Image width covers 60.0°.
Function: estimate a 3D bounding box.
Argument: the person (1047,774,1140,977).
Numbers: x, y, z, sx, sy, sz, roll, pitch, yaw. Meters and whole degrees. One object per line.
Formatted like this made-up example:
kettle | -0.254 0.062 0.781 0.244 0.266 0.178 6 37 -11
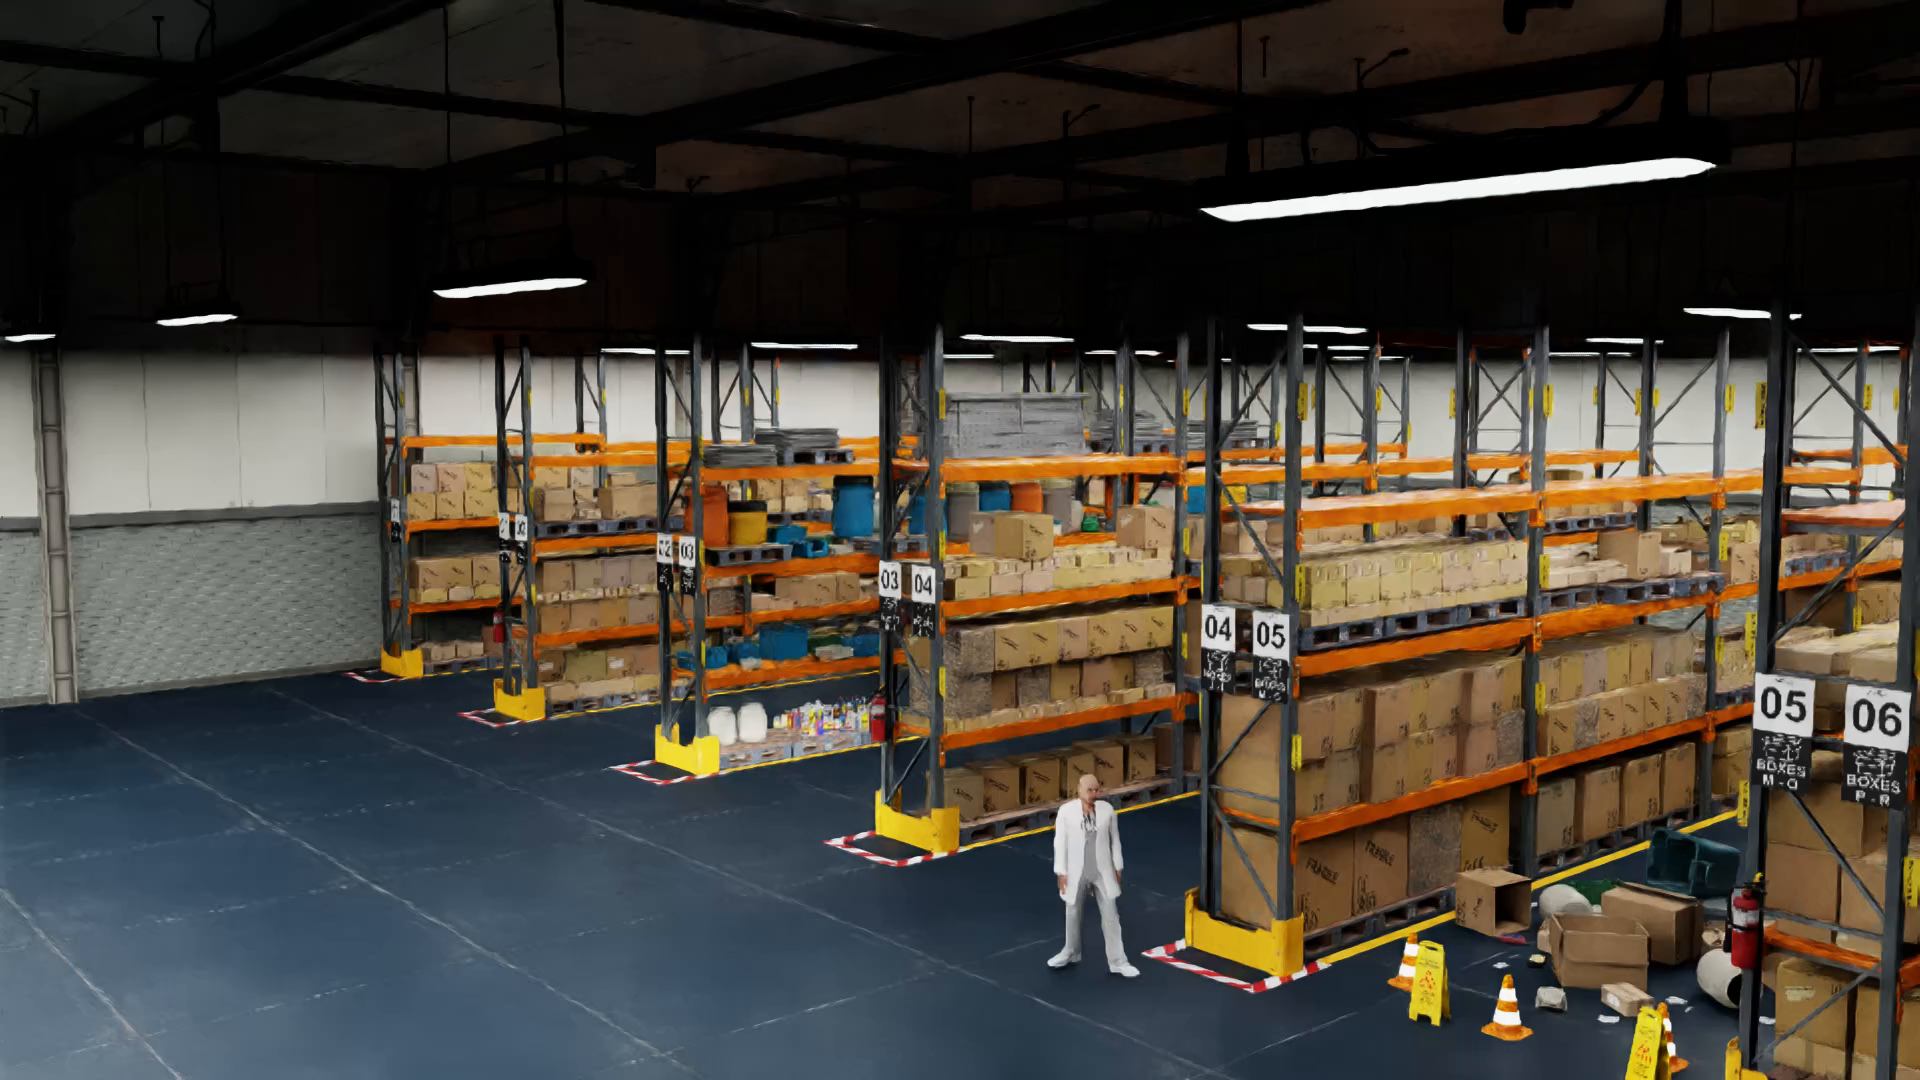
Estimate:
person | 1.171 2.982 14.667 0.781 1.673 0.612 0 5 -2
